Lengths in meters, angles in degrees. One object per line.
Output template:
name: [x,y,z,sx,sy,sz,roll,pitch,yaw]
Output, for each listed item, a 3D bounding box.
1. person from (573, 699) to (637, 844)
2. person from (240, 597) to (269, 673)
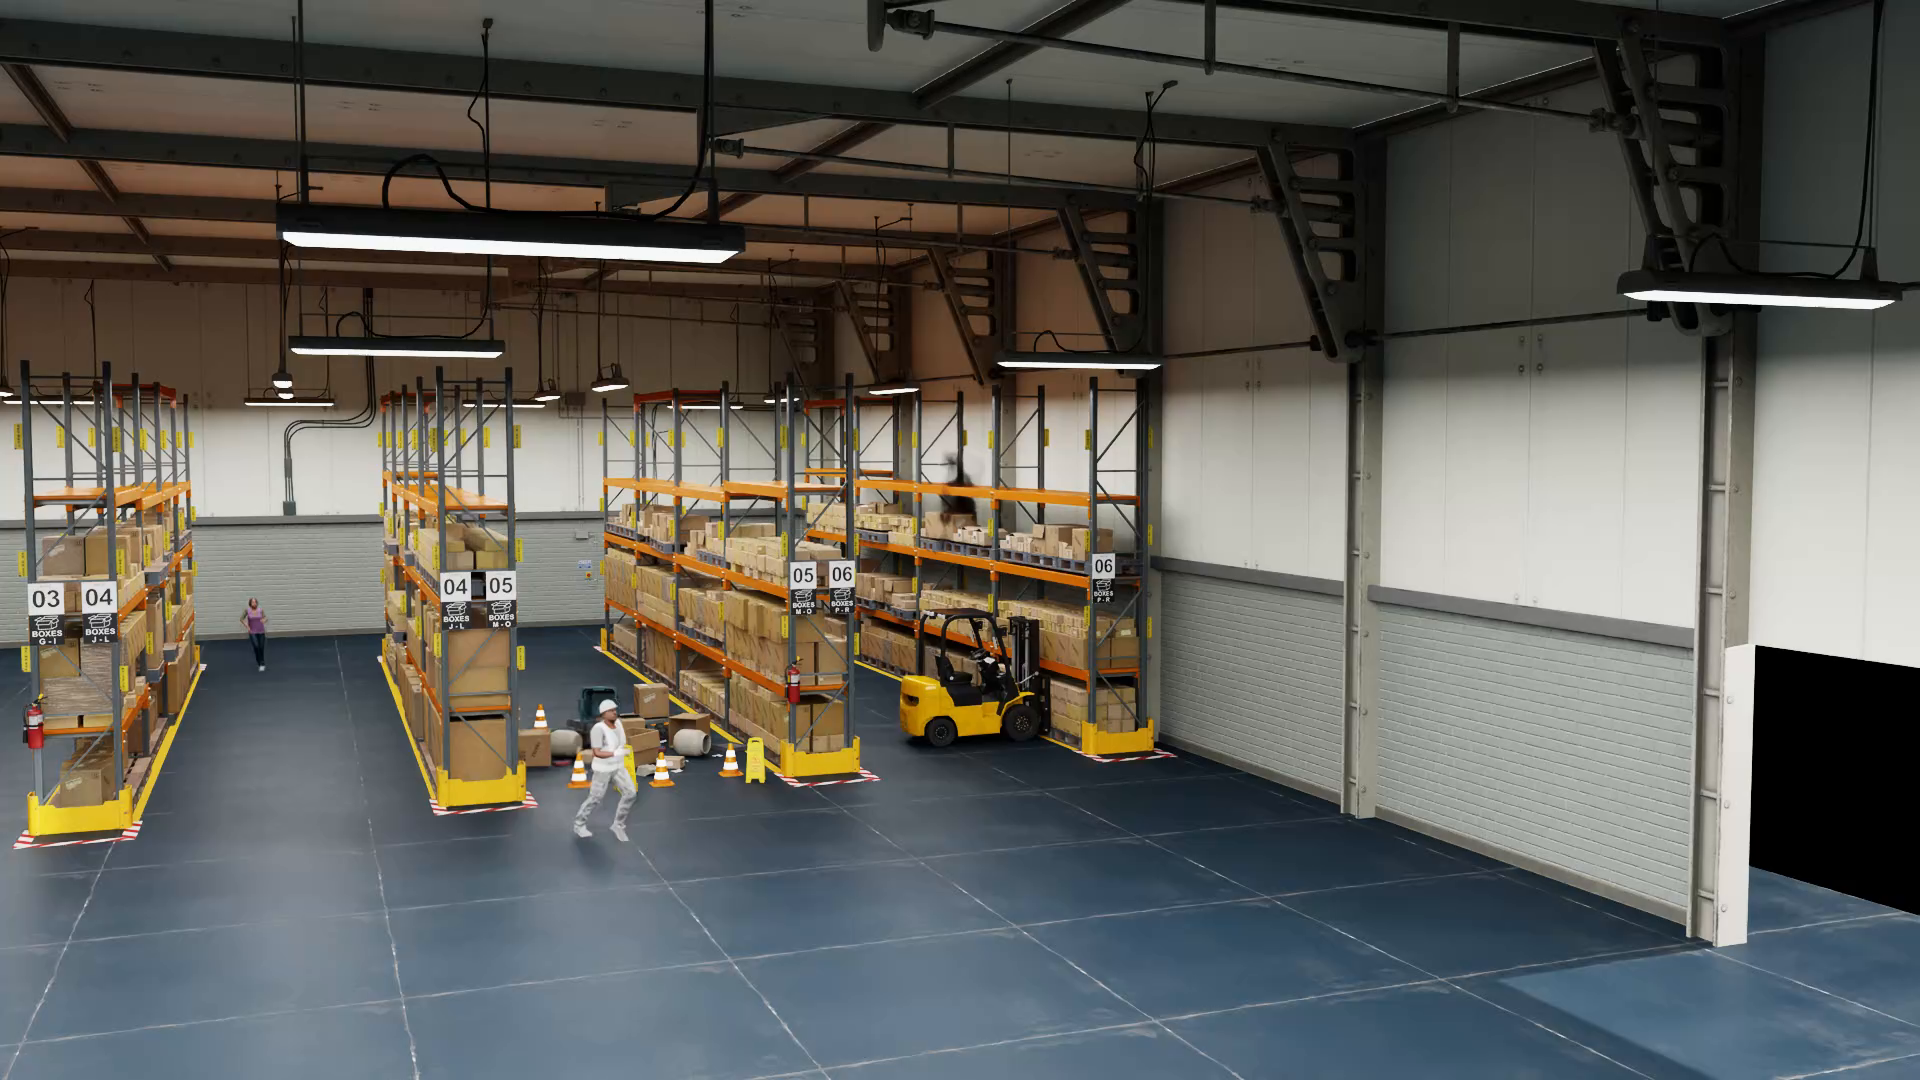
person: [-4.370,2.869,20.664,0.903,1.806,0.694,2,4,30]
person: [-15.228,2.052,35.939,0.537,1.641,0.697,-3,4,-37]
